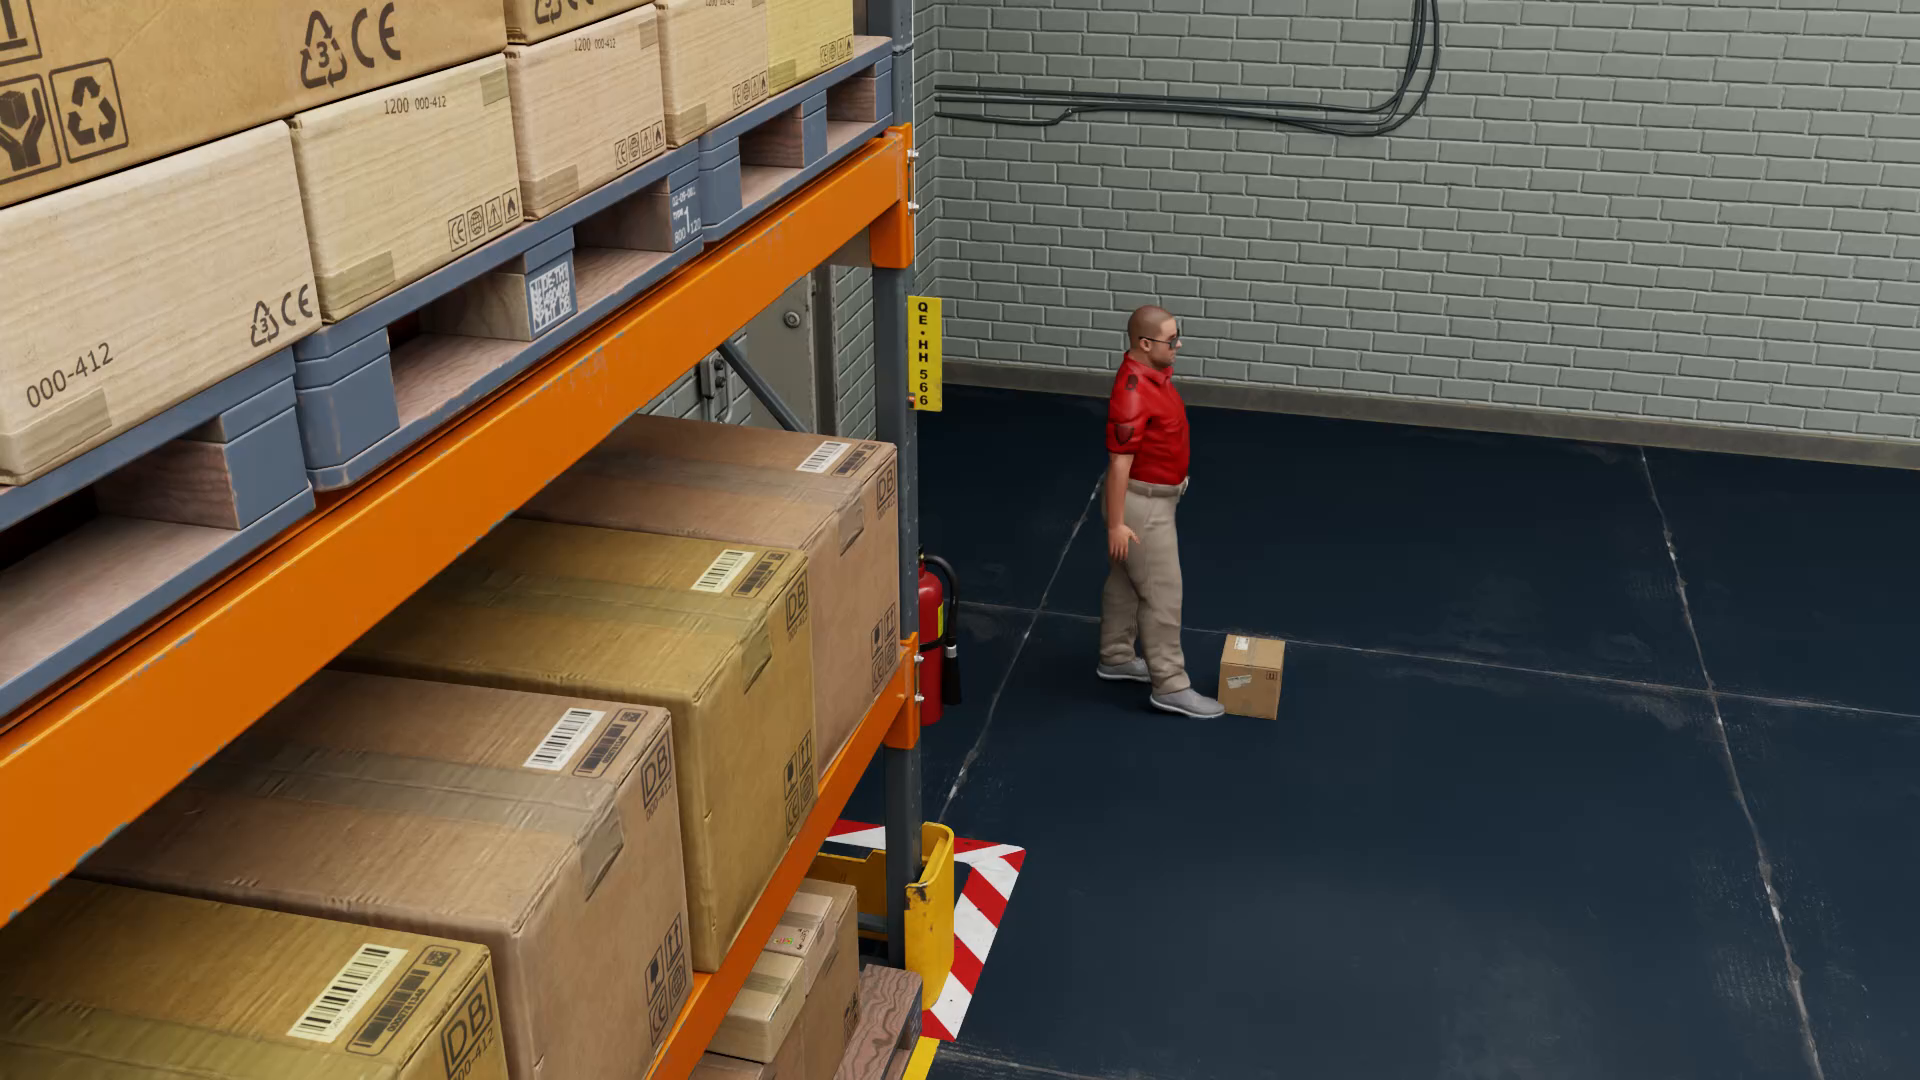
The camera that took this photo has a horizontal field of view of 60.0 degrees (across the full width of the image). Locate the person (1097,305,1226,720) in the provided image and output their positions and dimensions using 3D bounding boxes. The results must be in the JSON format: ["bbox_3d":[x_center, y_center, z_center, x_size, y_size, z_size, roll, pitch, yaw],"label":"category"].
[{"bbox_3d":[0.872,-0.143,6.935,0.572,1.739,0.559,3,25,5],"label":"person"}]
